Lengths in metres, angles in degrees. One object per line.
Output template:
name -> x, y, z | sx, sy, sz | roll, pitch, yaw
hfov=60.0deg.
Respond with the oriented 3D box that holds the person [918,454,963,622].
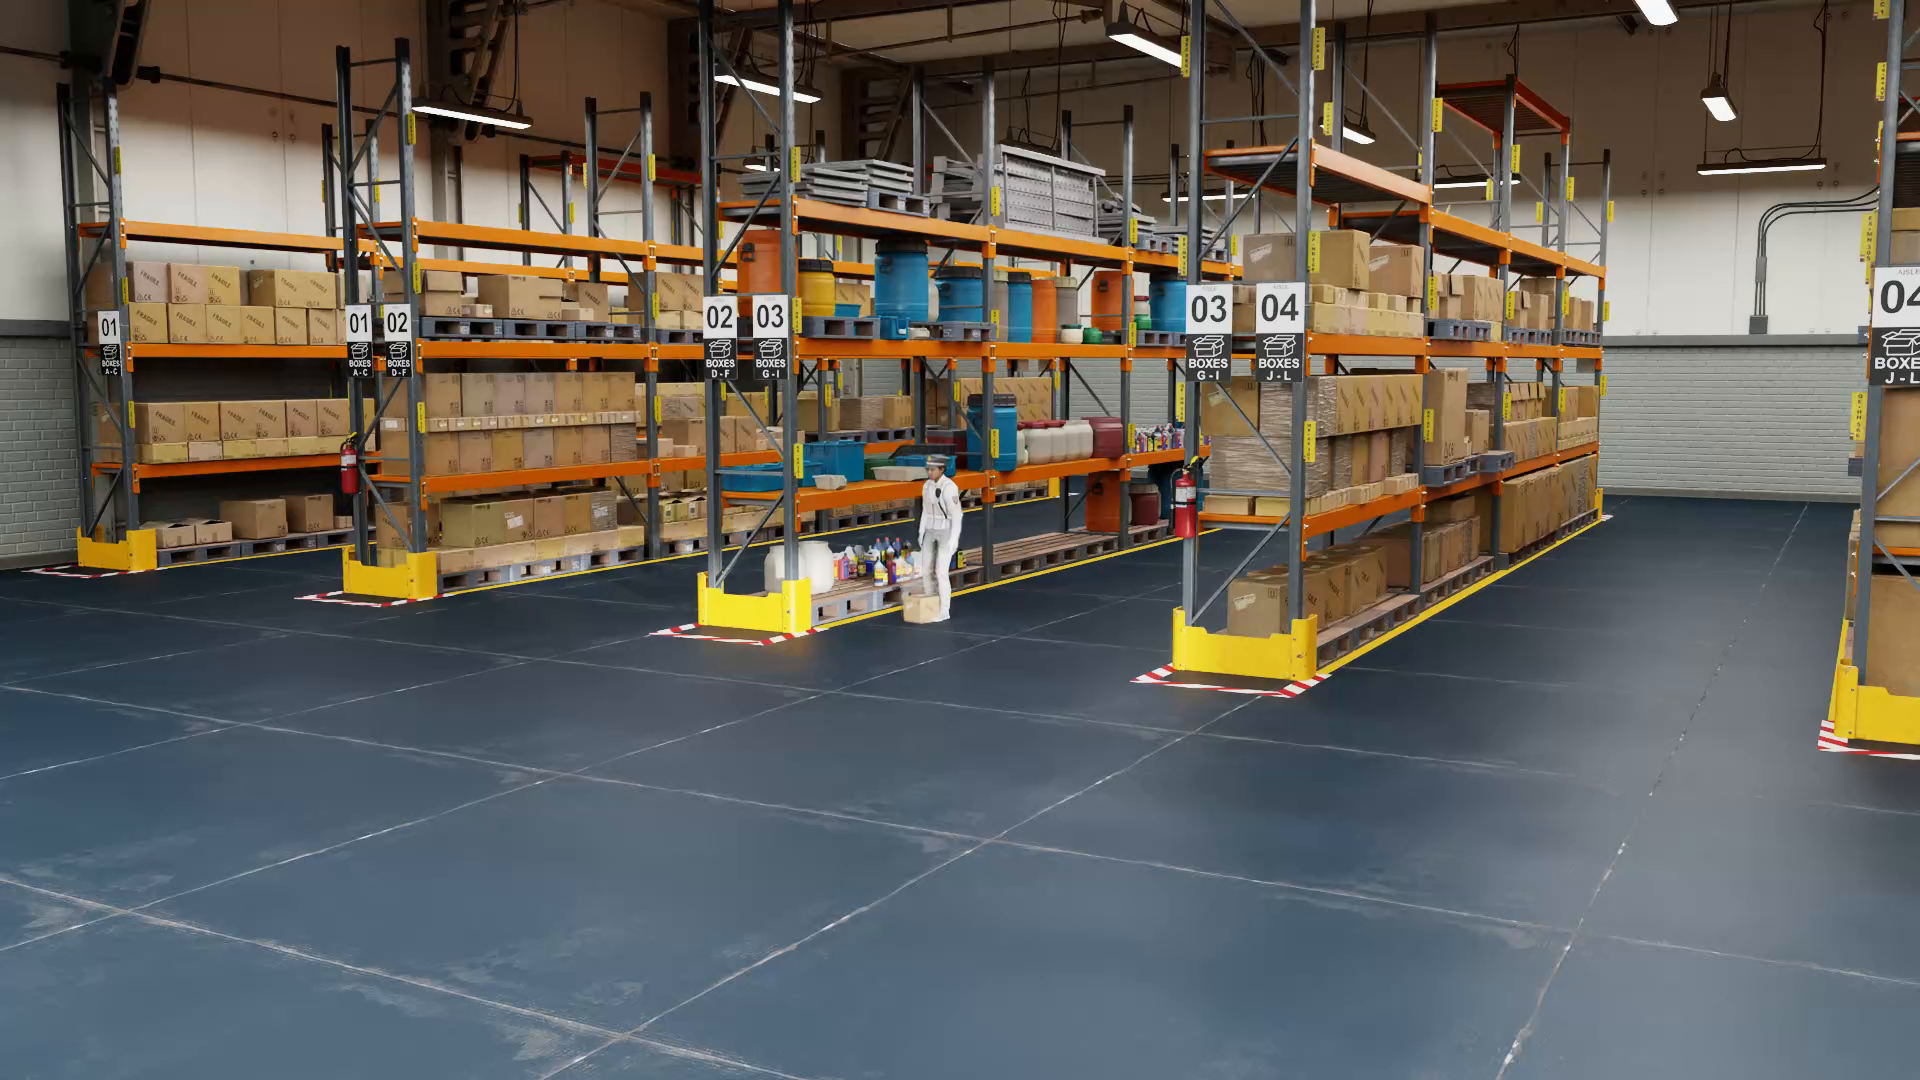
person -> -0.224, -0.031, 16.653 | 0.414, 1.662, 0.529 | -6, 9, -45
